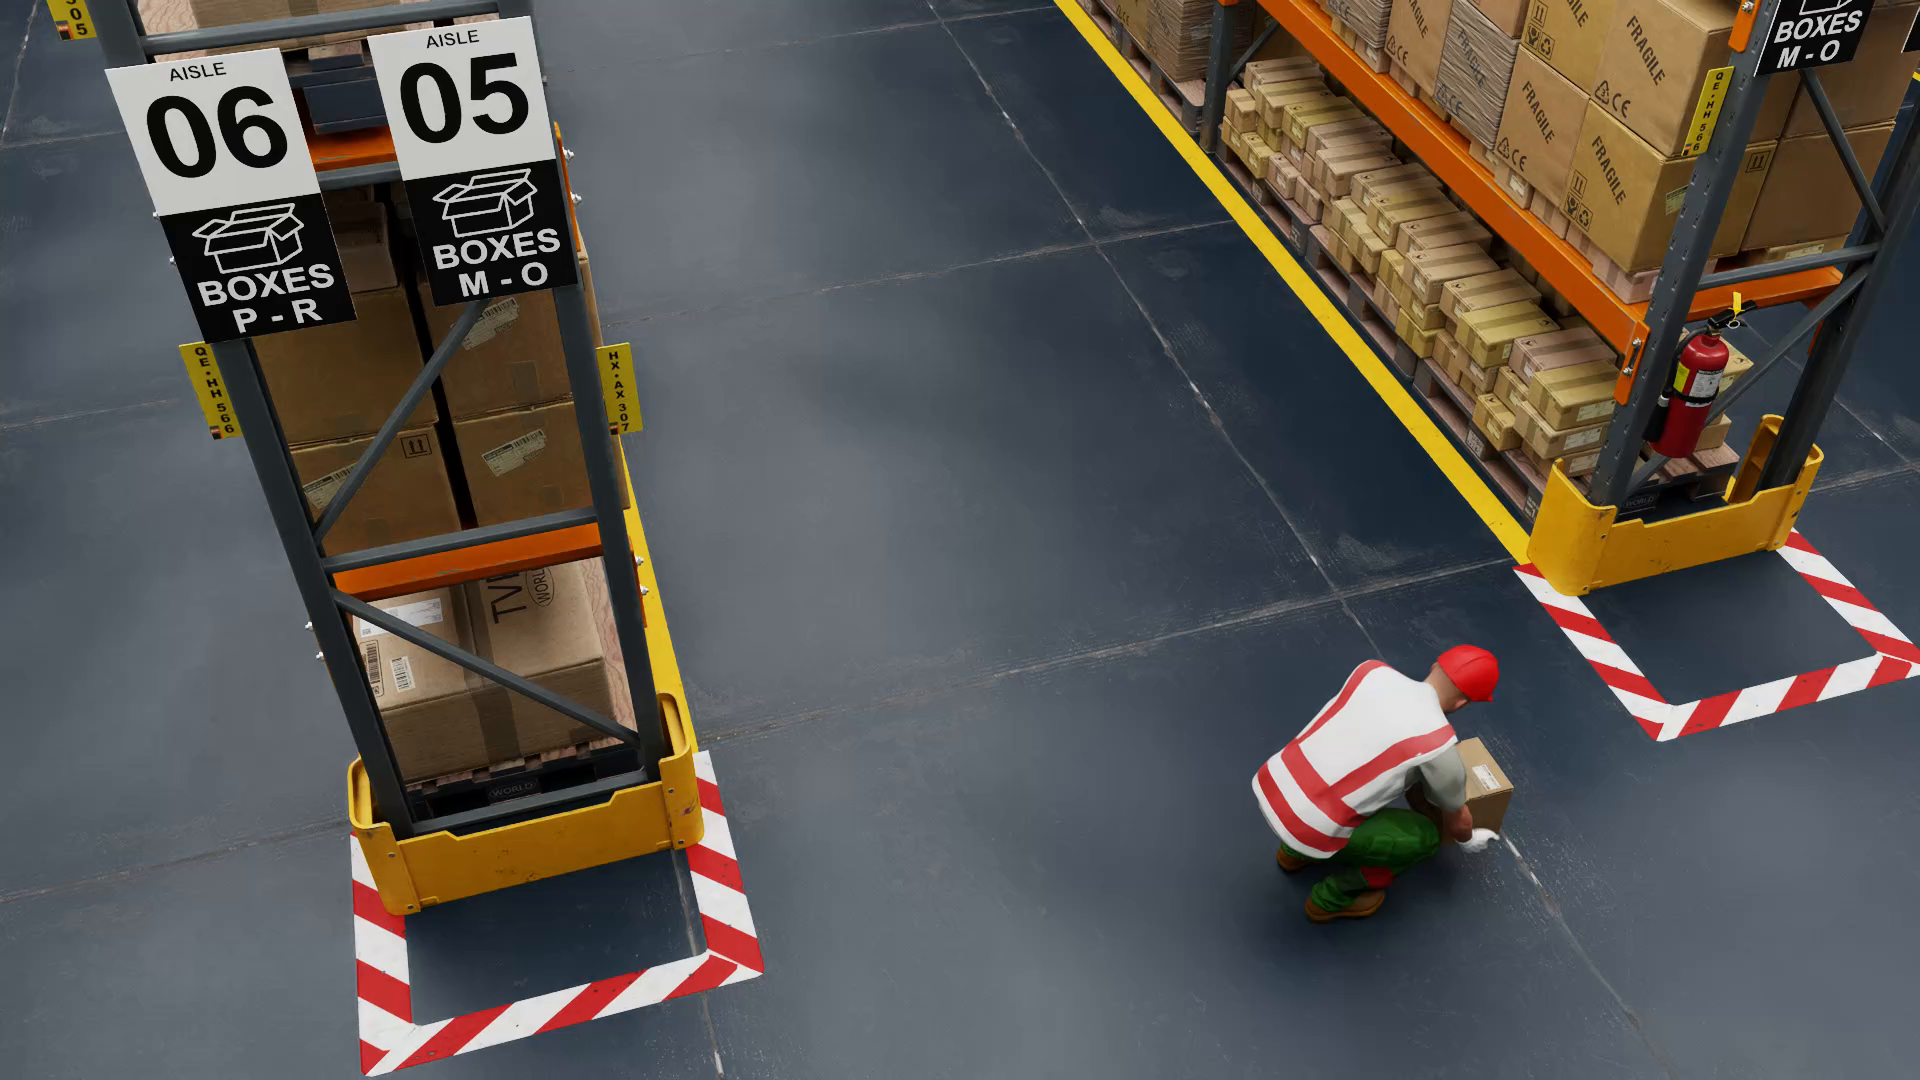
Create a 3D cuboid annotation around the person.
[{"bbox_3d":[1.450,0.829,5.808,0.884,1.006,0.572,-12,43,-13],"label":"person"}]
